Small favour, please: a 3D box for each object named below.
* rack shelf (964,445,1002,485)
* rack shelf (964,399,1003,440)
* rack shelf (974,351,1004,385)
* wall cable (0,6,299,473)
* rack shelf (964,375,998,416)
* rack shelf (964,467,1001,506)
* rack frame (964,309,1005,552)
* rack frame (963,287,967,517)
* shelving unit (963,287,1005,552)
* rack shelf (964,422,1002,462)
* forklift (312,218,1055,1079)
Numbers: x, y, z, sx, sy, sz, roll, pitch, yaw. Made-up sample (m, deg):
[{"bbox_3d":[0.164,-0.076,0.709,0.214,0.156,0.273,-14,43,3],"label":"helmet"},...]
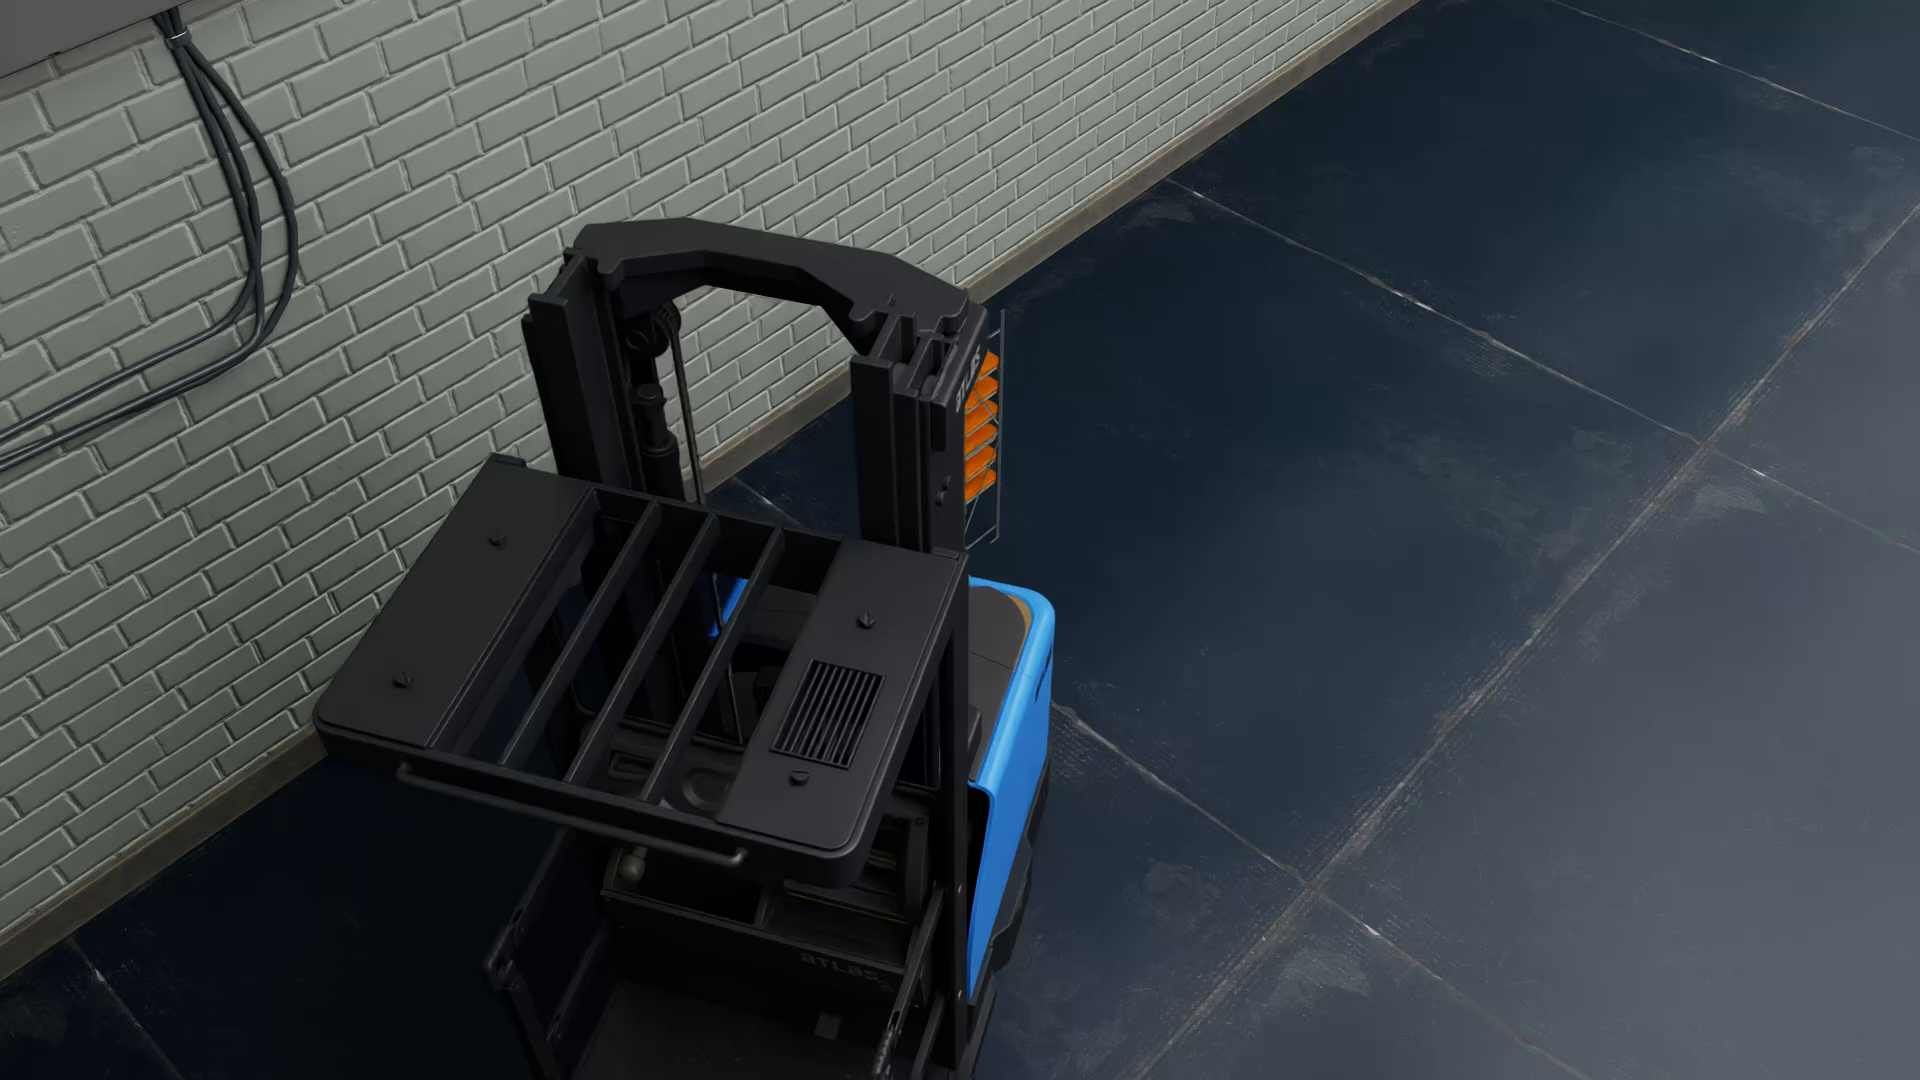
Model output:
[{"bbox_3d":[0.011,-0.291,6.534,0.180,0.103,0.258,34,55,28],"label":"rack shelf"},{"bbox_3d":[0.011,-0.455,6.359,0.180,0.103,0.258,34,55,28],"label":"rack shelf"},{"bbox_3d":[0.011,-0.620,6.184,0.180,0.103,0.258,34,55,28],"label":"rack shelf"},{"bbox_3d":[-2.974,-0.696,3.469,0.112,2.526,3.097,34,55,28],"label":"wall cable"},{"bbox_3d":[0.011,-0.537,6.272,0.180,0.103,0.258,34,55,28],"label":"rack shelf"},{"bbox_3d":[0.011,-0.209,6.622,0.180,0.103,0.258,34,55,28],"label":"rack shelf"},{"bbox_3d":[0.078,-0.358,6.372,0.006,1.200,0.240,34,55,28],"label":"rack frame"},{"bbox_3d":[-0.057,-0.449,6.457,0.006,1.200,0.240,34,55,28],"label":"rack frame"},{"bbox_3d":[0.011,-0.404,6.414,0.189,1.200,0.258,34,55,28],"label":"shelving unit"},{"bbox_3d":[0.011,-0.373,6.447,0.180,0.103,0.258,34,55,28],"label":"rack shelf"},{"bbox_3d":[-0.586,0.836,4.063,1.130,2.935,3.031,12,48,11],"label":"forklift"}]
